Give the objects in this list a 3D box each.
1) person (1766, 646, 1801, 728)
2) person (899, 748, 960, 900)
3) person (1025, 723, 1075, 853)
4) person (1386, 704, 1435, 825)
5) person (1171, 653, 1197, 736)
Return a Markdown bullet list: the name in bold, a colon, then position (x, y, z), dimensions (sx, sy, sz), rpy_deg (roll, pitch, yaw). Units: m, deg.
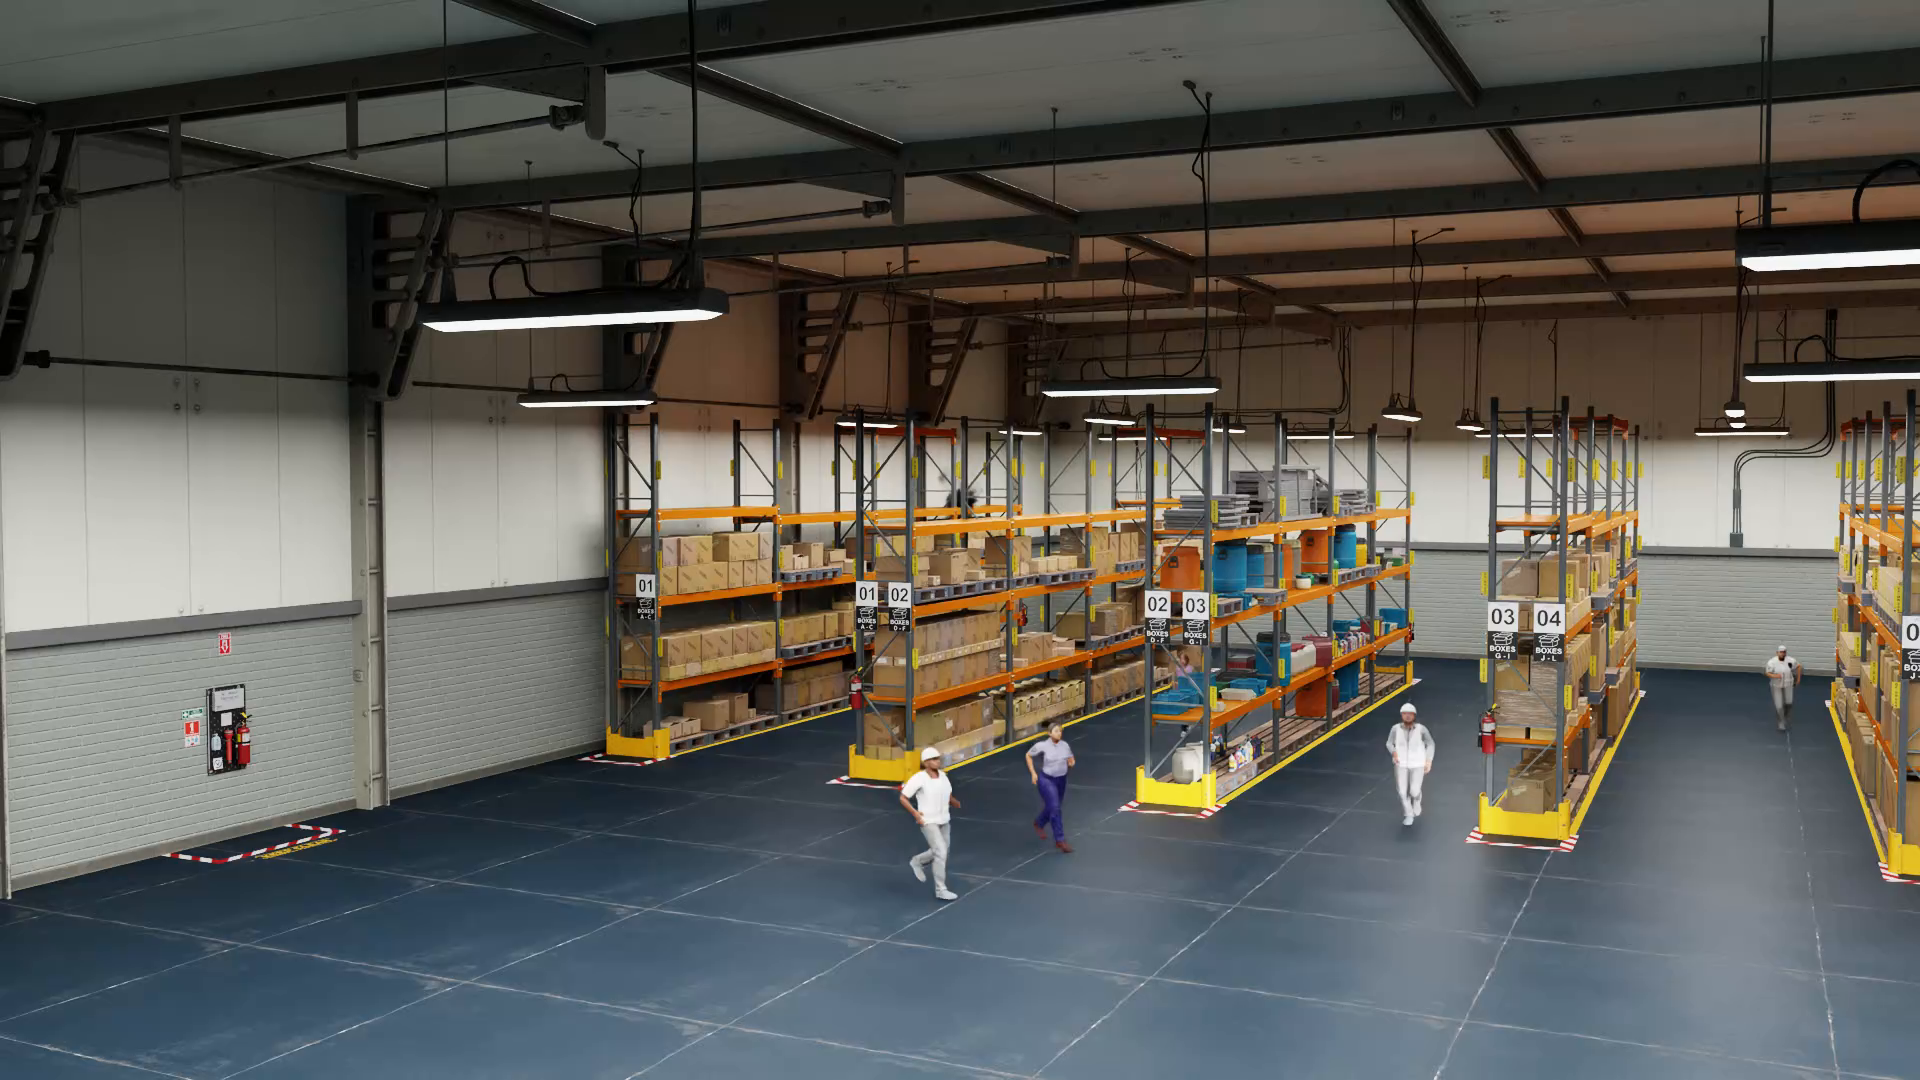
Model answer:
- **person**: position (15.876, 2.843, 32.044), dimensions (0.643, 1.617, 0.678), rpy_deg (1, 3, 20)
- **person**: position (-0.335, 3.310, 19.543), dimensions (0.862, 1.738, 0.714), rpy_deg (2, 3, 44)
- **person**: position (1.224, 3.235, 21.987), dimensions (0.599, 1.637, 0.919), rpy_deg (-2, 3, -35)
- **person**: position (6.327, 3.162, 23.421), dimensions (0.660, 1.718, 0.589), rpy_deg (1, 3, 22)
- **person**: position (4.169, 2.903, 31.019), dimensions (0.522, 1.559, 0.555), rpy_deg (1, 3, 23)
